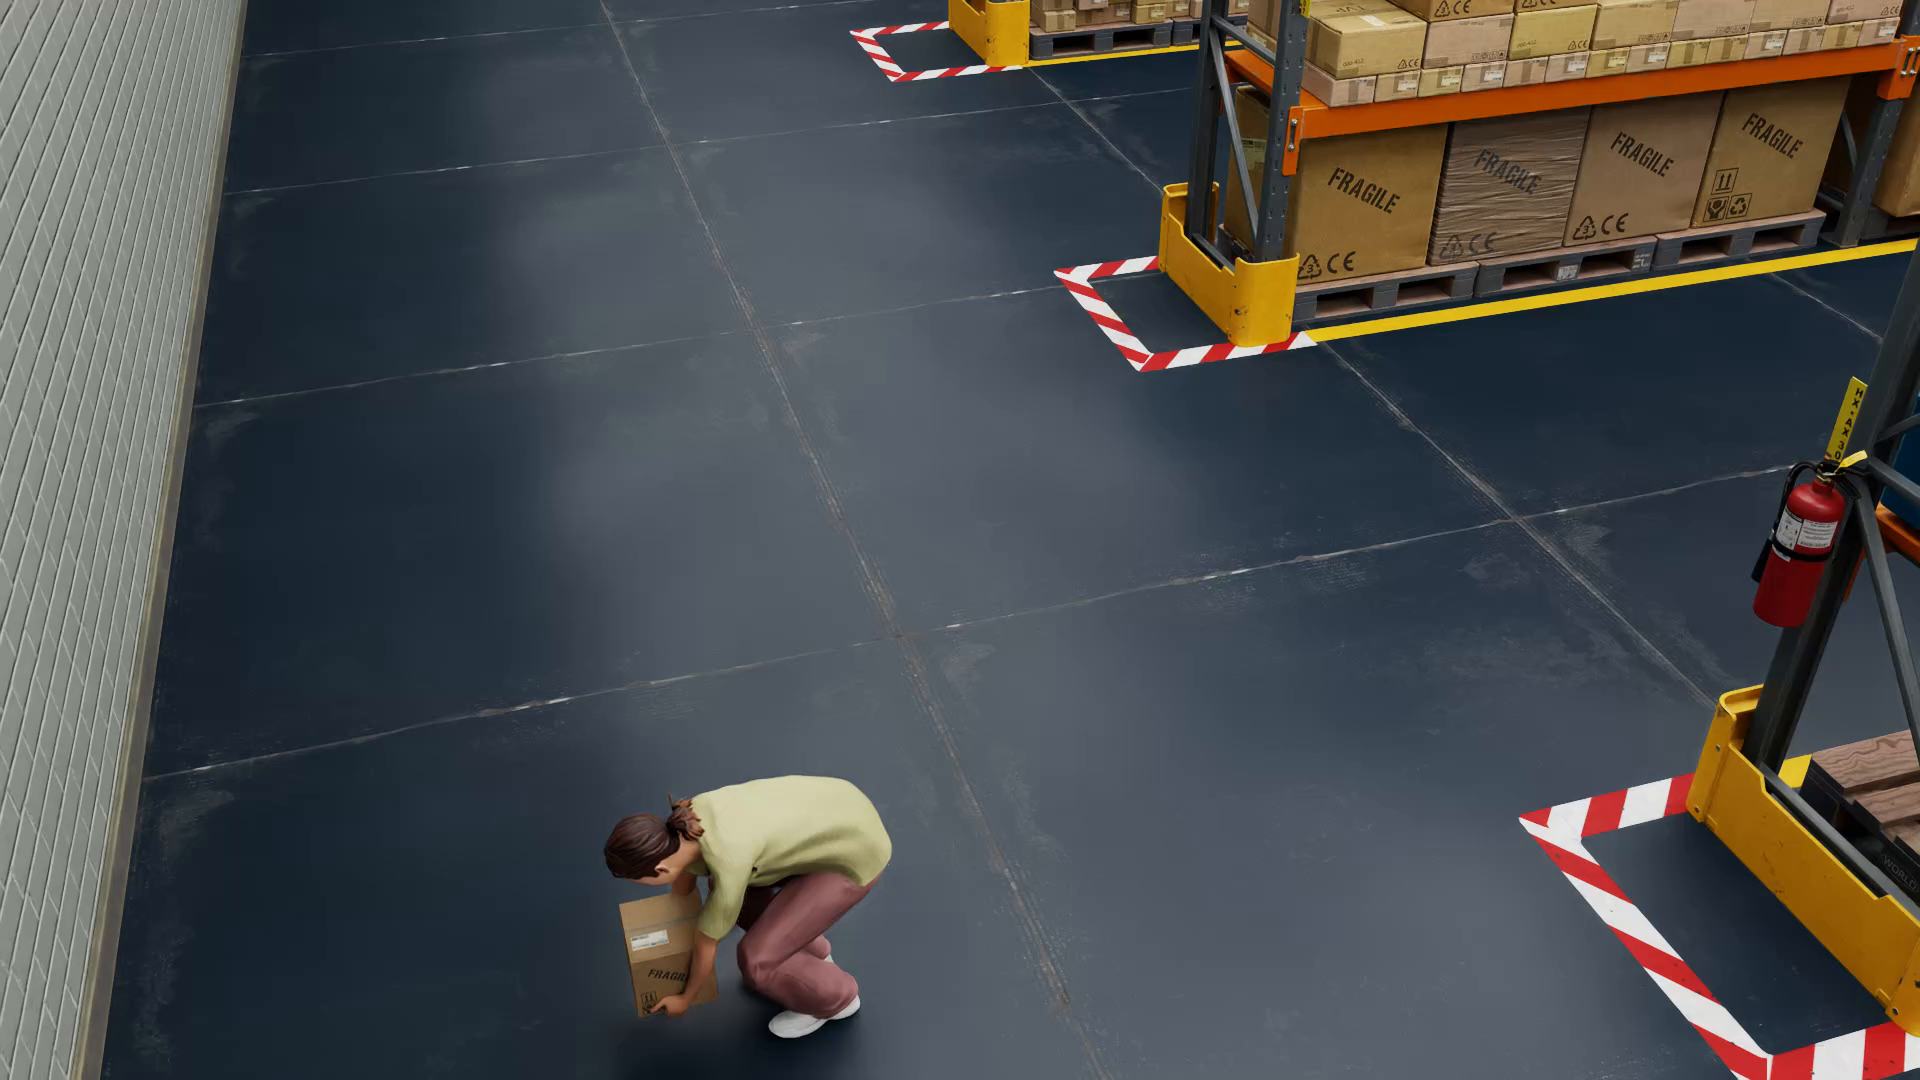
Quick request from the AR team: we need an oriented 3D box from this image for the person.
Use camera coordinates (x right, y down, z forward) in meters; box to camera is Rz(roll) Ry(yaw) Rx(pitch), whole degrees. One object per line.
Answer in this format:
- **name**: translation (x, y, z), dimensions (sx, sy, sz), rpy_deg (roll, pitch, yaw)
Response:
- **person**: translation (-0.632, 1.127, 5.145), dimensions (0.852, 0.927, 0.469), rpy_deg (-11, 36, -16)
